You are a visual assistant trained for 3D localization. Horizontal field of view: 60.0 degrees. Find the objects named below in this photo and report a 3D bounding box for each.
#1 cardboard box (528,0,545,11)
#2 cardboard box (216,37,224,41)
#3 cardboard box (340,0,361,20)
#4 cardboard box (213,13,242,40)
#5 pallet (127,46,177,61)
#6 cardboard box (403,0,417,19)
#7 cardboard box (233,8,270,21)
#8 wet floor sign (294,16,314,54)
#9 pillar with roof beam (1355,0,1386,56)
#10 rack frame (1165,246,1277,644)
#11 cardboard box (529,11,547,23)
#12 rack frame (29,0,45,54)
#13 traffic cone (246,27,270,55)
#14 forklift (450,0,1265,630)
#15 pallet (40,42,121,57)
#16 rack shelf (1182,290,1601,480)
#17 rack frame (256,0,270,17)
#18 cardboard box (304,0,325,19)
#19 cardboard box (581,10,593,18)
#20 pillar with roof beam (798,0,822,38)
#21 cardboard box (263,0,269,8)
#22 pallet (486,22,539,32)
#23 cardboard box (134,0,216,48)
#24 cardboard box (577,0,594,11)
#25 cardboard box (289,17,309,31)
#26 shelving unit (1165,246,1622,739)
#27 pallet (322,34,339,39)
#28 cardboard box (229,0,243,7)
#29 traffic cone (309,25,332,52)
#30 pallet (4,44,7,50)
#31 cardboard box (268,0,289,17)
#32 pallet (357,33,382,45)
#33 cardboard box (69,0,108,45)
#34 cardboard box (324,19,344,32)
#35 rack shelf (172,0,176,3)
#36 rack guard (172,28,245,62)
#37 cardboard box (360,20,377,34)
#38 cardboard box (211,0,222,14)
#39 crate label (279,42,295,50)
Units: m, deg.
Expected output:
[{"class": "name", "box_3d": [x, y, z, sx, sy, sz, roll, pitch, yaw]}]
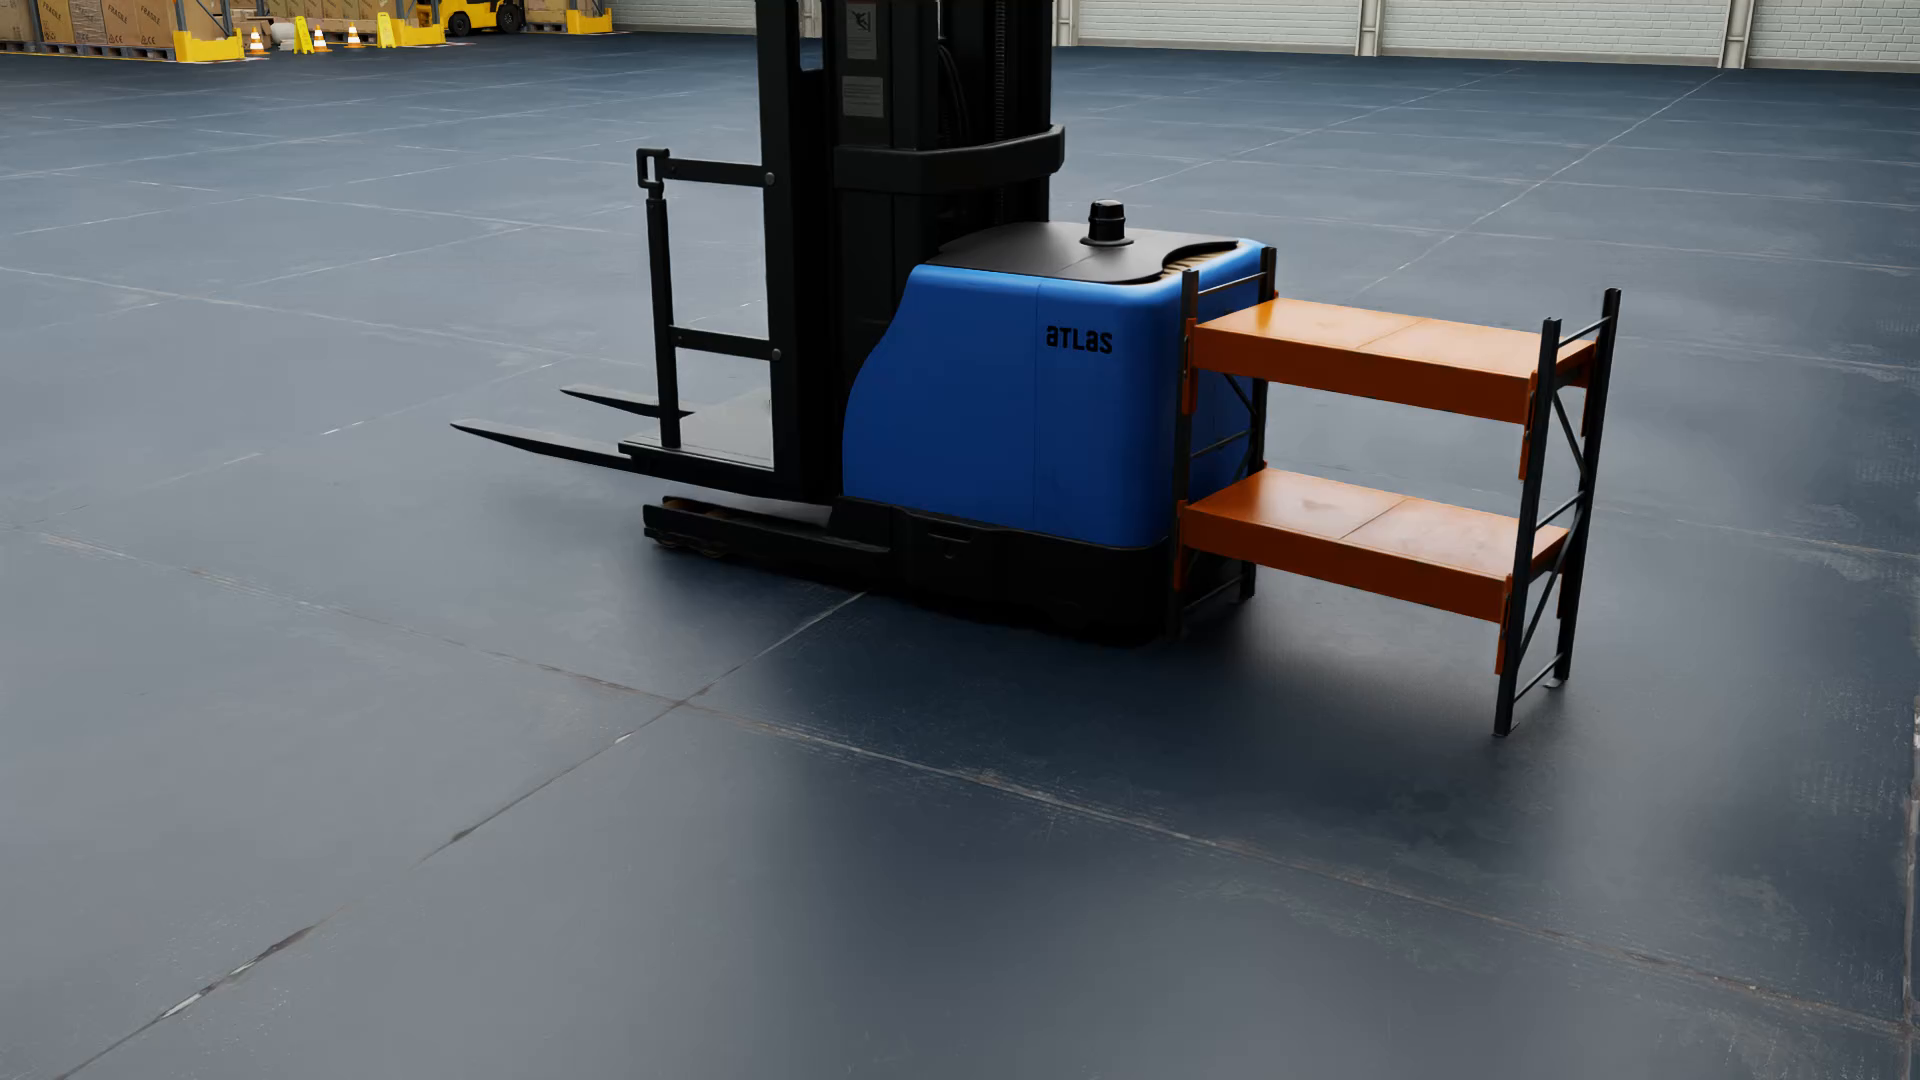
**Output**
[{"class": "cardboard box", "box_3d": [-9.248, -11.911, 36.985, 0.500, 0.250, 0.500, 11, 22, 27]}, {"class": "cardboard box", "box_3d": [-14.075, -9.370, 31.307, 0.258, 0.266, 0.396, 16, 25, 36]}, {"class": "cardboard box", "box_3d": [-11.939, -10.617, 33.052, 0.500, 0.500, 0.500, 12, 23, 29]}, {"class": "cardboard box", "box_3d": [-14.244, -9.800, 31.945, 0.503, 0.637, 0.797, 11, 23, 27]}, {"class": "pallet", "box_3d": [-13.718, -8.527, 29.062, 1.213, 0.211, 1.003, 11, 23, 27]}, {"class": "cardboard box", "box_3d": [-11.246, -10.696, 33.269, 0.500, 0.500, 0.500, 10, 22, 26]}, {"class": "cardboard box", "box_3d": [-14.607, -10.932, 34.841, 0.625, 0.372, 0.950, 11, 23, 28]}, {"class": "wet floor sign", "box_3d": [-11.991, -9.206, 30.297, 0.232, 0.644, 0.267, 7, 21, 18]}, {"class": "pillar with roof beam", "box_3d": [5.208, -11.626, 24.719, 0.400, 9.000, 9.100, 11, 23, 27]}, {"class": "rack frame", "box_3d": [0.785, -0.286, 5.003, 0.032, 1.125, 0.500, 15, 25, 35]}, {"class": "cardboard box", "box_3d": [-9.232, -11.671, 37.057, 0.500, 0.250, 0.500, 11, 23, 27]}, {"class": "rack frame", "box_3d": [-16.474, -10.393, 30.118, 0.127, 3.000, 1.000, 11, 23, 27]}, {"class": "traffic cone", "box_3d": [-12.753, -9.046, 30.125, 0.334, 0.463, 0.336, 11, 23, 27]}, {"class": "forklift", "box_3d": [-0.509, -1.458, 5.586, 3.031, 2.935, 1.130, 11, 23, 28]}, {"class": "pallet", "box_3d": [-15.848, -8.932, 30.180, 1.213, 0.211, 1.003, 11, 23, 27]}, {"class": "rack shelf", "box_3d": [1.185, -0.454, 4.609, 1.000, 0.278, 0.538, 15, 25, 35]}, {"class": "rack frame", "box_3d": [-14.148, -11.883, 34.226, 0.127, 3.000, 1.000, 11, 23, 27]}, {"class": "cardboard box", "box_3d": [-12.839, -10.790, 33.529, 0.500, 0.500, 0.500, 12, 23, 30]}, {"class": "cardboard box", "box_3d": [-8.572, -11.741, 37.251, 0.500, 0.250, 0.500, 11, 23, 28]}, {"class": "pillar with roof beam", "box_3d": [-5.268, -13.621, 30.220, 0.400, 9.000, 9.100, 11, 23, 27]}, {"class": "cardboard box", "box_3d": [-17.049, -13.309, 41.206, 0.500, 0.500, 0.500, 10, 22, 25]}, {"class": "pallet", "box_3d": [-9.987, -11.704, 37.820, 1.213, 0.211, 1.003, 11, 23, 27]}, {"class": "cardboard box", "box_3d": [-13.606, -9.020, 28.831, 0.875, 0.875, 0.875, 11, 23, 28]}, {"class": "cardboard box", "box_3d": [-8.547, -11.976, 37.166, 0.500, 0.250, 0.500, 11, 23, 28]}, {"class": "cardboard box", "box_3d": [-13.293, -10.524, 33.896, 0.500, 0.250, 0.500, 12, 23, 30]}, {"class": "shelving unit", "box_3d": [1.185, -0.179, 4.709, 1.048, 1.125, 0.538, 15, 25, 35]}, {"class": "pallet", "box_3d": [-13.544, -10.471, 34.423, 1.213, 0.211, 1.003, 11, 23, 27]}, {"class": "cardboard box", "box_3d": [-17.932, -13.481, 41.682, 0.500, 0.500, 0.500, 10, 22, 27]}, {"class": "traffic cone", "box_3d": [-11.905, -9.326, 30.897, 0.334, 0.463, 0.336, 11, 23, 27]}, {"class": "pallet", "box_3d": [-18.253, -9.391, 31.443, 1.213, 0.211, 1.003, 11, 23, 27]}, {"class": "cardboard box", "box_3d": [-13.764, -10.962, 34.004, 0.500, 0.500, 0.500, 12, 23, 30]}, {"class": "pallet", "box_3d": [-11.414, -10.066, 33.304, 1.213, 0.211, 1.003, 11, 23, 27]}, {"class": "cardboard box", "box_3d": [-15.170, -9.317, 29.652, 0.875, 0.875, 0.875, 11, 23, 28]}, {"class": "cardboard box", "box_3d": [-12.400, -10.351, 33.419, 0.500, 0.250, 0.500, 10, 22, 25]}, {"class": "rack shelf", "box_3d": [-14.728, -9.722, 29.323, 4.000, 0.370, 1.077, 11, 23, 27]}, {"class": "rack guard", "box_3d": [-12.960, -8.549, 28.699, 0.348, 0.500, 1.175, 11, 23, 27]}, {"class": "cardboard box", "box_3d": [-11.513, -10.181, 32.951, 0.500, 0.250, 0.500, 11, 23, 27]}, {"class": "cardboard box", "box_3d": [-14.990, -10.529, 33.049, 0.500, 0.500, 0.500, 11, 23, 27]}, {"class": "crate label", "box_3d": [-12.621, -9.285, 31.262, 0.298, 0.136, 0.250, 0, 20, -1]}]
